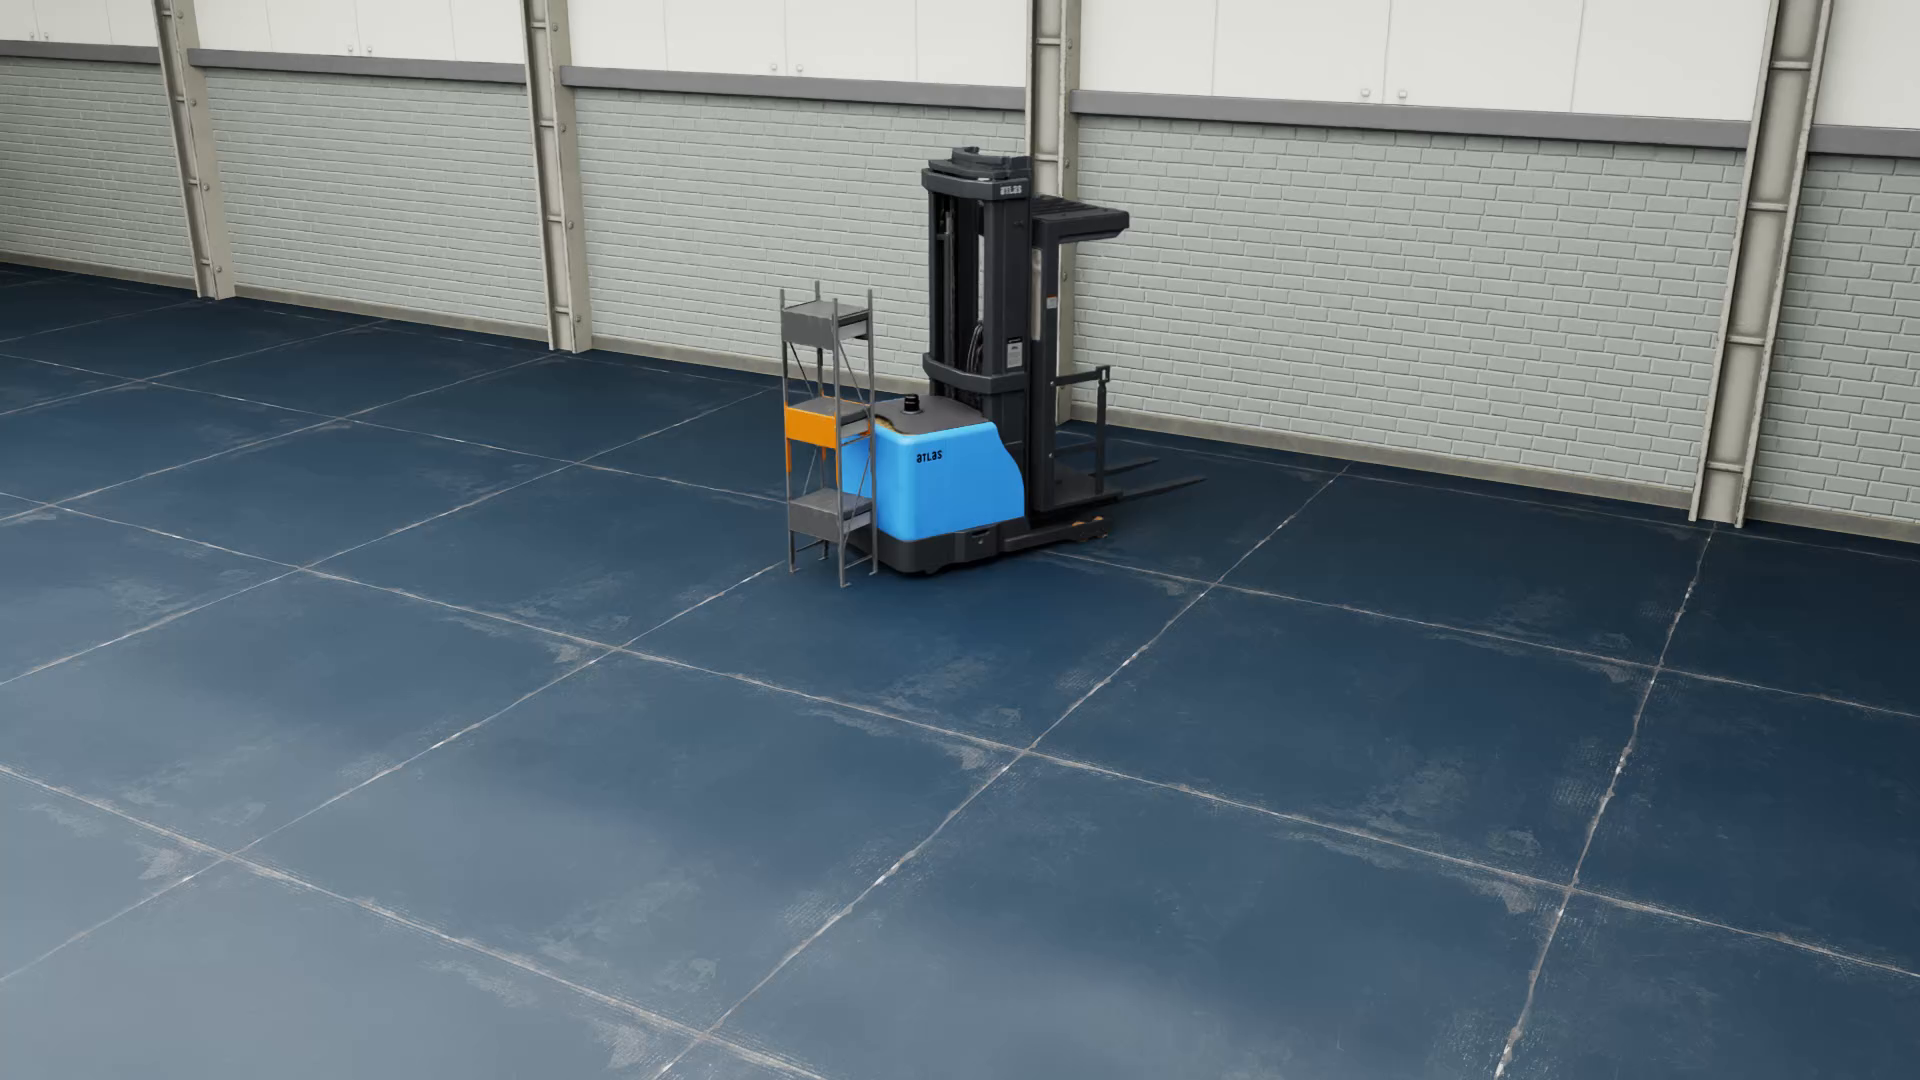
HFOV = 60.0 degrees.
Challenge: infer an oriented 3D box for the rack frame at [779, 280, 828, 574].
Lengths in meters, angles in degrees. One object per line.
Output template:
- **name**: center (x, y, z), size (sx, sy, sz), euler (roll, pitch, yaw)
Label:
- **rack frame**: center (-1.120, -0.797, 11.981), size (0.015, 2.100, 0.400), euler (14, 25, 35)

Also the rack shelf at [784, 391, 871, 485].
- **rack shelf**: center (-0.926, -0.734, 11.847), size (0.480, 0.518, 0.431), euler (14, 25, 35)

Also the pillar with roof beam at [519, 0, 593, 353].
- **pillar with roof beam**: center (-6.500, -5.116, 13.774), size (0.400, 9.000, 9.100), euler (11, 23, 27)

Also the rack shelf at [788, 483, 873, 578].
- **rack shelf**: center (-0.925, -0.076, 12.087), size (0.480, 0.518, 0.431), euler (14, 25, 35)

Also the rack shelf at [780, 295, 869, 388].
- **rack shelf**: center (-0.926, -1.391, 11.608), size (0.480, 0.518, 0.431), euler (14, 25, 35)

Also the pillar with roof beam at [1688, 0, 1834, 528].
- **pillar with roof beam**: center (3.976, -3.121, 8.272), size (0.400, 9.000, 9.100), euler (11, 23, 27)

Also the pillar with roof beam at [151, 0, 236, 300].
- **pillar with roof beam**: center (-11.738, -6.114, 16.524), size (0.400, 9.000, 9.100), euler (11, 23, 27)

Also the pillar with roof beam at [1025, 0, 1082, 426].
- **pillar with roof beam**: center (-1.262, -4.119, 11.023), size (0.400, 9.000, 9.100), euler (11, 23, 27)

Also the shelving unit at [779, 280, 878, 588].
- **shelving unit**: center (-0.926, -0.746, 11.843), size (0.503, 2.100, 0.431), euler (14, 25, 35)

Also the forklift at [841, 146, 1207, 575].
- **forklift**: center (0.580, -1.492, 12.681), size (3.031, 2.935, 1.130), euler (-13, 23, -31)

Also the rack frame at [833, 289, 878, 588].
- **rack frame**: center (-0.731, -0.696, 11.704), size (0.015, 2.100, 0.400), euler (14, 25, 35)
